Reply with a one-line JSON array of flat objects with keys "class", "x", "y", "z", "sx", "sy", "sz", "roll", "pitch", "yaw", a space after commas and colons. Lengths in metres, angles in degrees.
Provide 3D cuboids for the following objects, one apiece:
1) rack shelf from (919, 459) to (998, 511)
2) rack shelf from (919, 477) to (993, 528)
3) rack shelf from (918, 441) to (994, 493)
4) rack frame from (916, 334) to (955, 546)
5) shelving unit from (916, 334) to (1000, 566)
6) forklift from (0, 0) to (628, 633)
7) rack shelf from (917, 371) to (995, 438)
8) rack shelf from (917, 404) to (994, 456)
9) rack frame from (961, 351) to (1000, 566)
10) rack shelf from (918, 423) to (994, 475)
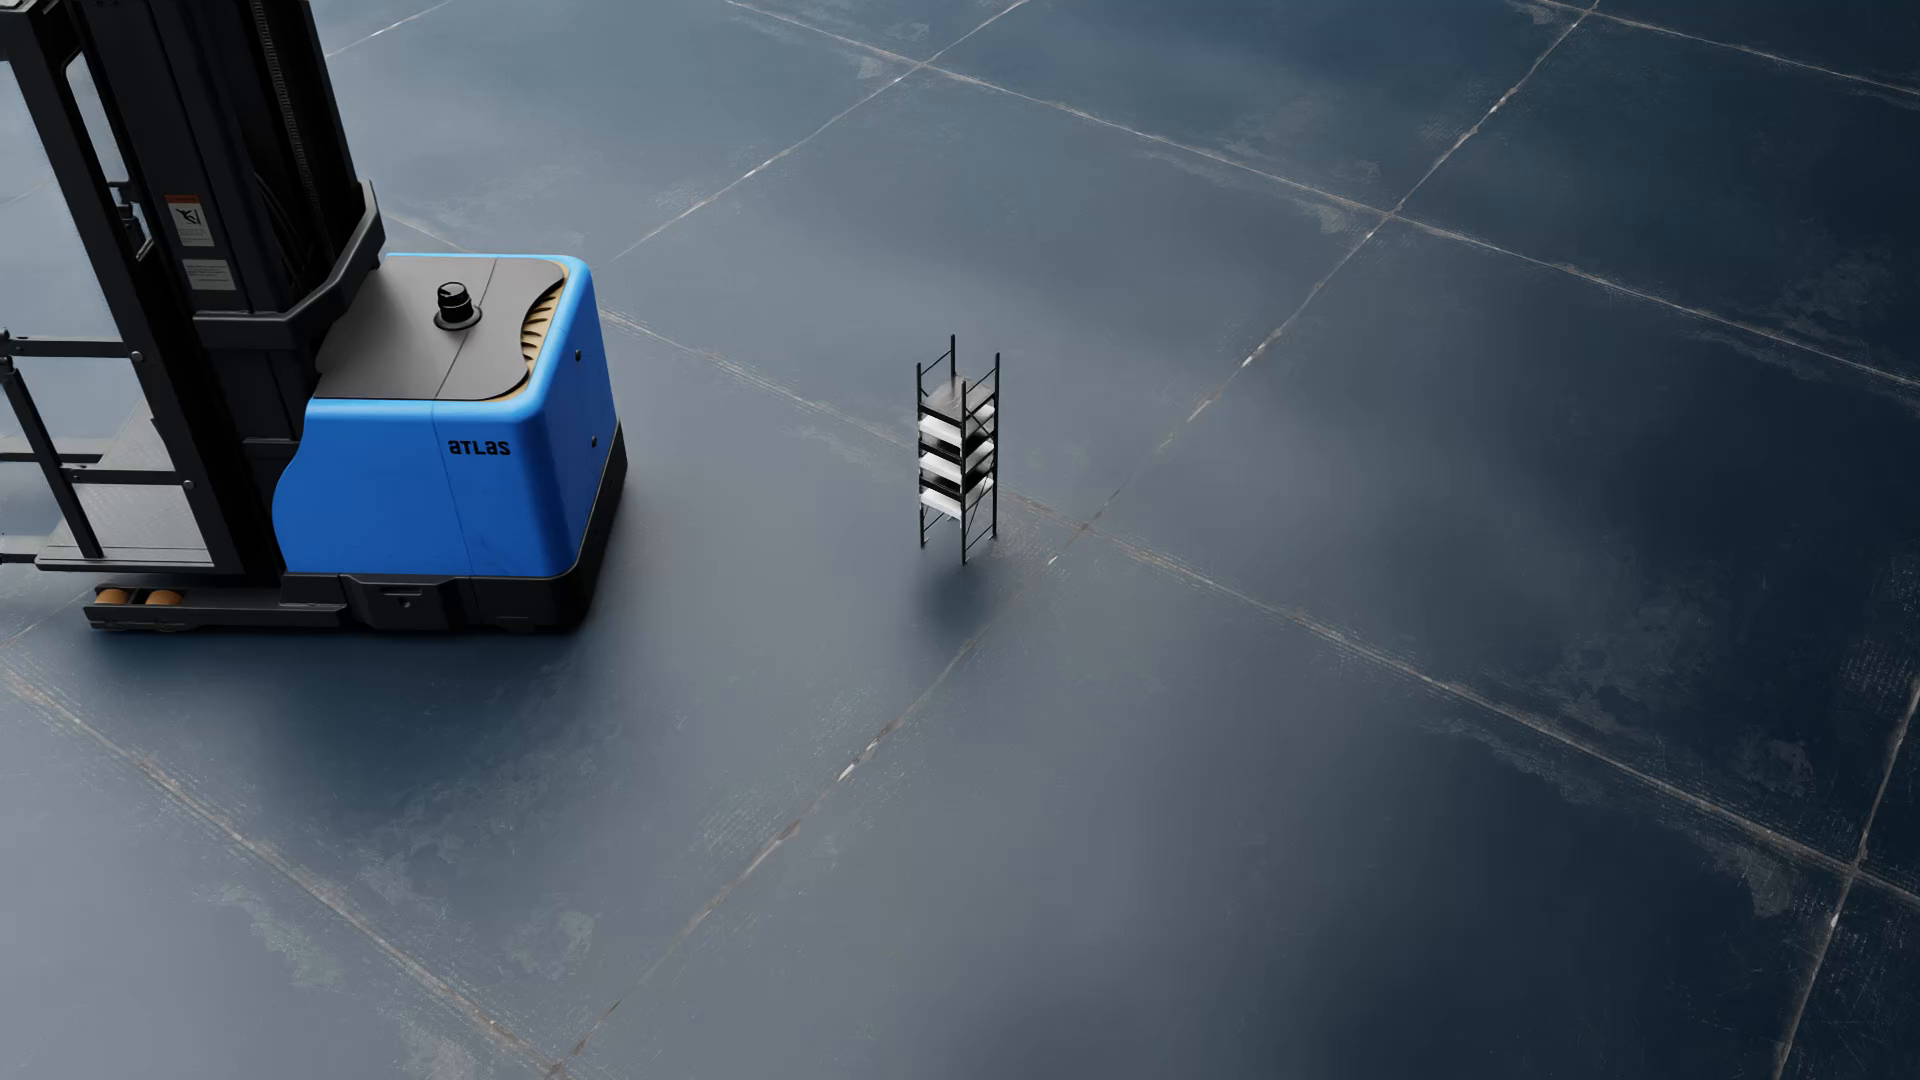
[{"class": "rack shelf", "x": -0.007, "y": -0.247, "z": 6.536, "sx": 0.200, "sy": 0.077, "sz": 0.258, "roll": 25, "pitch": 48, "yaw": 25}, {"class": "rack shelf", "x": -0.007, "y": -0.179, "z": 6.596, "sx": 0.200, "sy": 0.077, "sz": 0.258, "roll": 25, "pitch": 48, "yaw": 25}, {"class": "rack shelf", "x": -0.007, "y": -0.314, "z": 6.476, "sx": 0.200, "sy": 0.077, "sz": 0.258, "roll": 25, "pitch": 48, "yaw": 25}, {"class": "rack frame", "x": -0.090, "y": -0.377, "z": 6.497, "sx": 0.006, "sy": 0.900, "sz": 0.240, "roll": 25, "pitch": 48, "yaw": 25}, {"class": "shelving unit", "x": -0.007, "y": -0.338, "z": 6.453, "sx": 0.210, "sy": 0.900, "sz": 0.258, "roll": 25, "pitch": 48, "yaw": 25}, {"class": "forklift", "x": -2.922, "y": -1.092, "z": 5.772, "sx": 3.031, "sy": 2.935, "sz": 1.130, "roll": 1, "pitch": 42, "yaw": 1}, {"class": "rack shelf", "x": -0.007, "y": -0.515, "z": 6.296, "sx": 0.200, "sy": 0.077, "sz": 0.258, "roll": 25, "pitch": 48, "yaw": 25}, {"class": "rack shelf", "x": -0.007, "y": -0.448, "z": 6.356, "sx": 0.200, "sy": 0.077, "sz": 0.258, "roll": 25, "pitch": 48, "yaw": 25}, {"class": "rack frame", "x": 0.077, "y": -0.300, "z": 6.410, "sx": 0.006, "sy": 0.900, "sz": 0.240, "roll": 25, "pitch": 48, "yaw": 25}, {"class": "rack shelf", "x": -0.007, "y": -0.381, "z": 6.416, "sx": 0.200, "sy": 0.077, "sz": 0.258, "roll": 25, "pitch": 48, "yaw": 25}]
